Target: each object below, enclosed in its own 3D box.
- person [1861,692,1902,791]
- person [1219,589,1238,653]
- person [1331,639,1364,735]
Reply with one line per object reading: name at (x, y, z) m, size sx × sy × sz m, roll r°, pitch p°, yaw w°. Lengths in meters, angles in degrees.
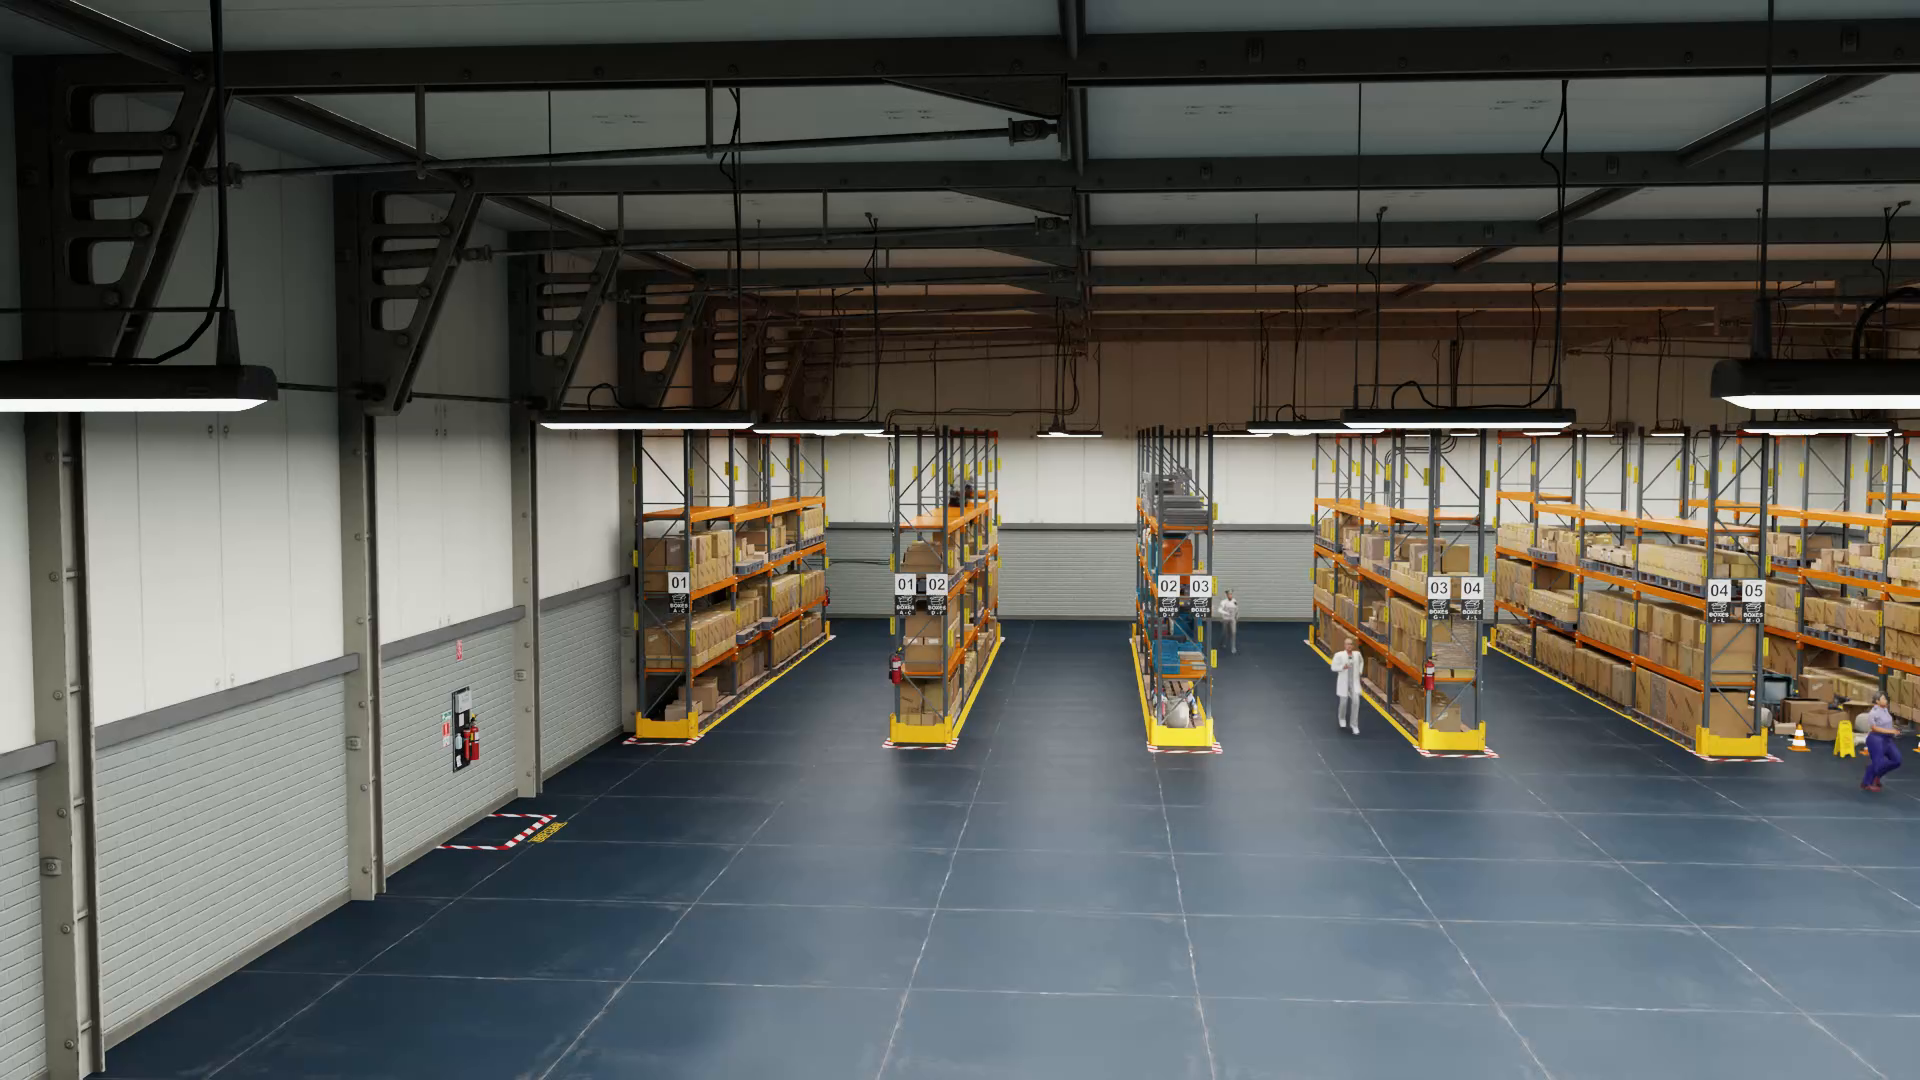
person at (14.992, 3.285, 27.028) m, size 0.565 × 1.610 × 0.593 m, roll -3°, pitch 4°, yaw -37°
person at (7.272, 2.176, 45.060) m, size 0.585 × 1.700 × 0.904 m, roll 0°, pitch 3°, yaw -7°
person at (7.632, 2.847, 32.688) m, size 0.690 × 1.819 × 0.910 m, roll 0°, pitch 3°, yaw 1°
